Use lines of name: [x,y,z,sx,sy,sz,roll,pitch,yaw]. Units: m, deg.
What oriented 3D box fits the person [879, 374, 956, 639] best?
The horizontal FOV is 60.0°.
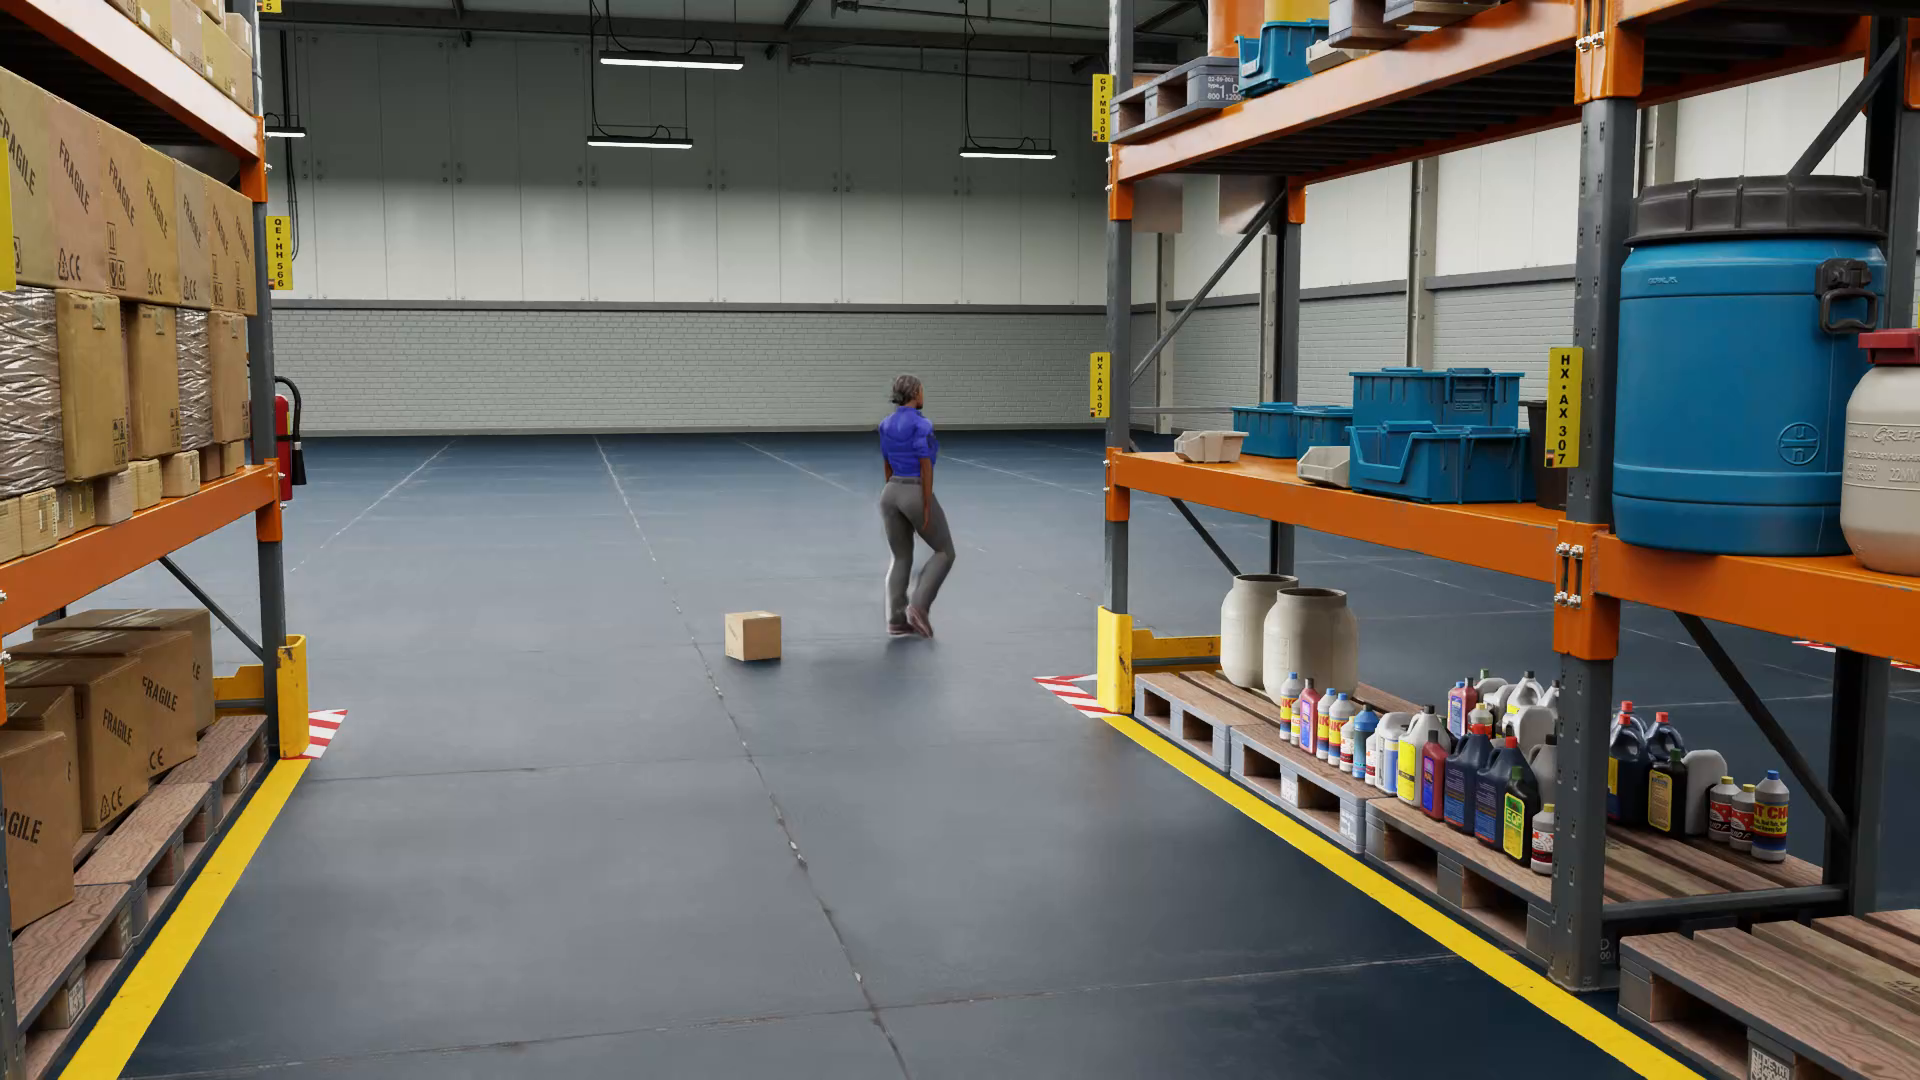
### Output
person: [-0.294,-0.211,10.530,0.452,1.678,0.423,5,8,37]
